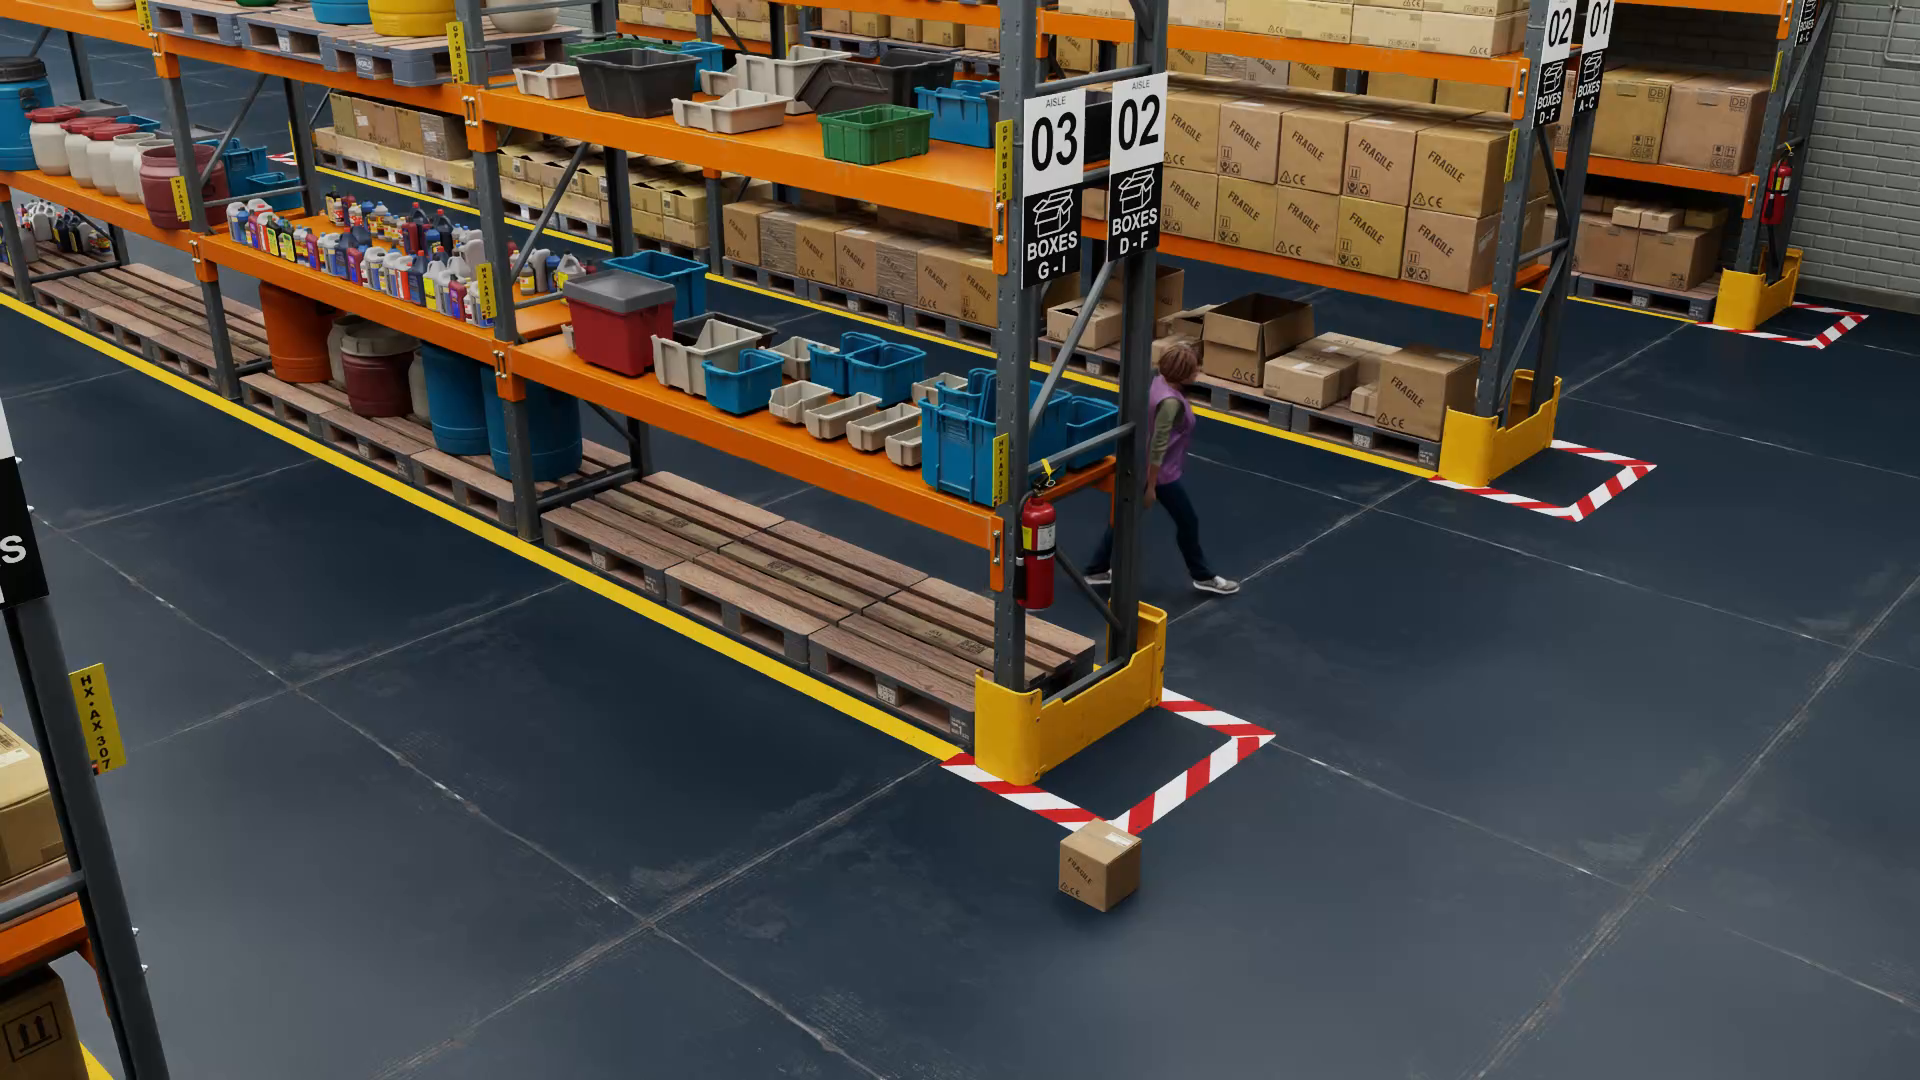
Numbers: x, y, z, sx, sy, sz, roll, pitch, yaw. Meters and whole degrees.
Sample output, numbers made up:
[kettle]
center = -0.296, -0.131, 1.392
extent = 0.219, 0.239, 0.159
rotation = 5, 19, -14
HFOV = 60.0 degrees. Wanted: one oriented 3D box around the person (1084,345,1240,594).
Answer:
[person]
center = 1.187, -0.406, 9.518
extent = 0.902, 1.537, 0.497
rotation = -4, 25, -8
